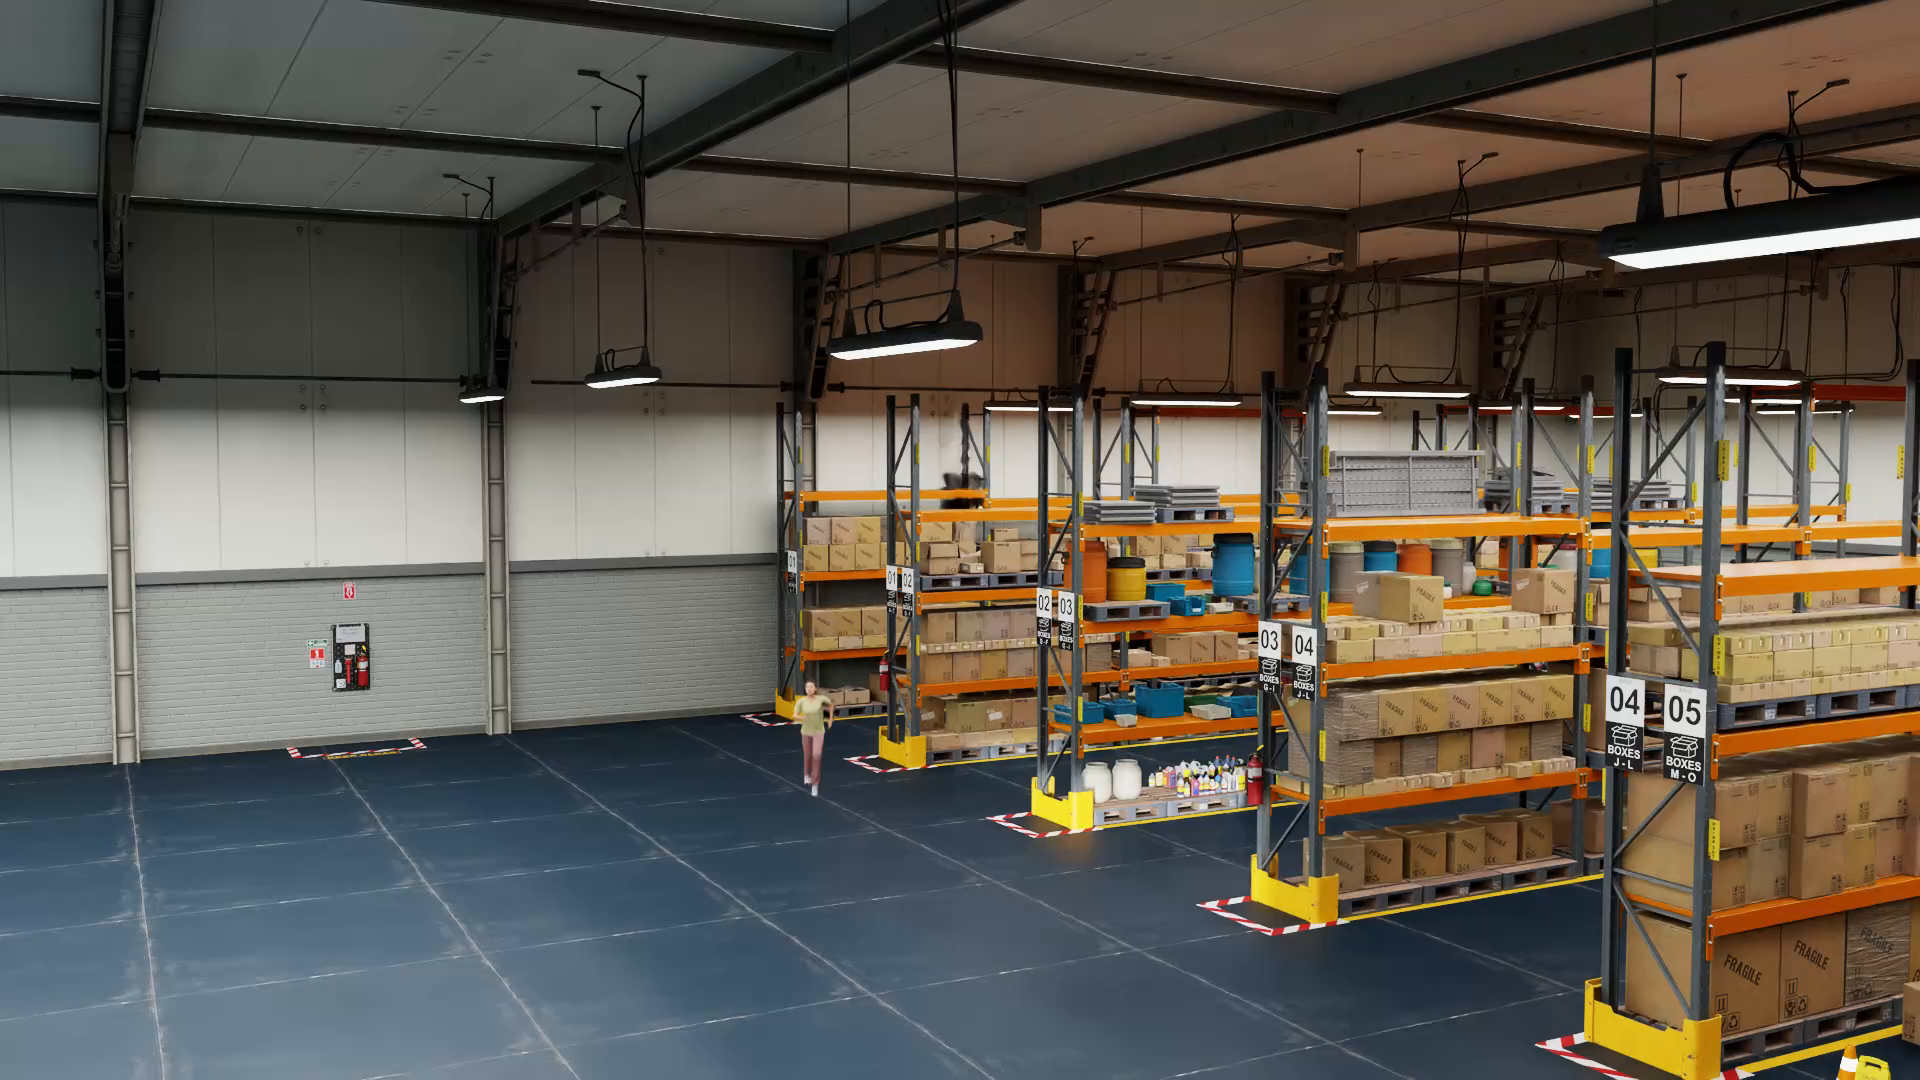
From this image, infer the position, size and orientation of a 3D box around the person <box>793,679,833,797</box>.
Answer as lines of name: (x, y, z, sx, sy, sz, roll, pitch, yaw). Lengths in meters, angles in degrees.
person: (-2.199, 2.924, 24.901, 0.581, 1.714, 0.882, 0, 3, 1)

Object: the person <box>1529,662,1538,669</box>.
person: (10.596, 2.562, 31.029, 0.941, 1.651, 0.607, -2, 4, -34)
